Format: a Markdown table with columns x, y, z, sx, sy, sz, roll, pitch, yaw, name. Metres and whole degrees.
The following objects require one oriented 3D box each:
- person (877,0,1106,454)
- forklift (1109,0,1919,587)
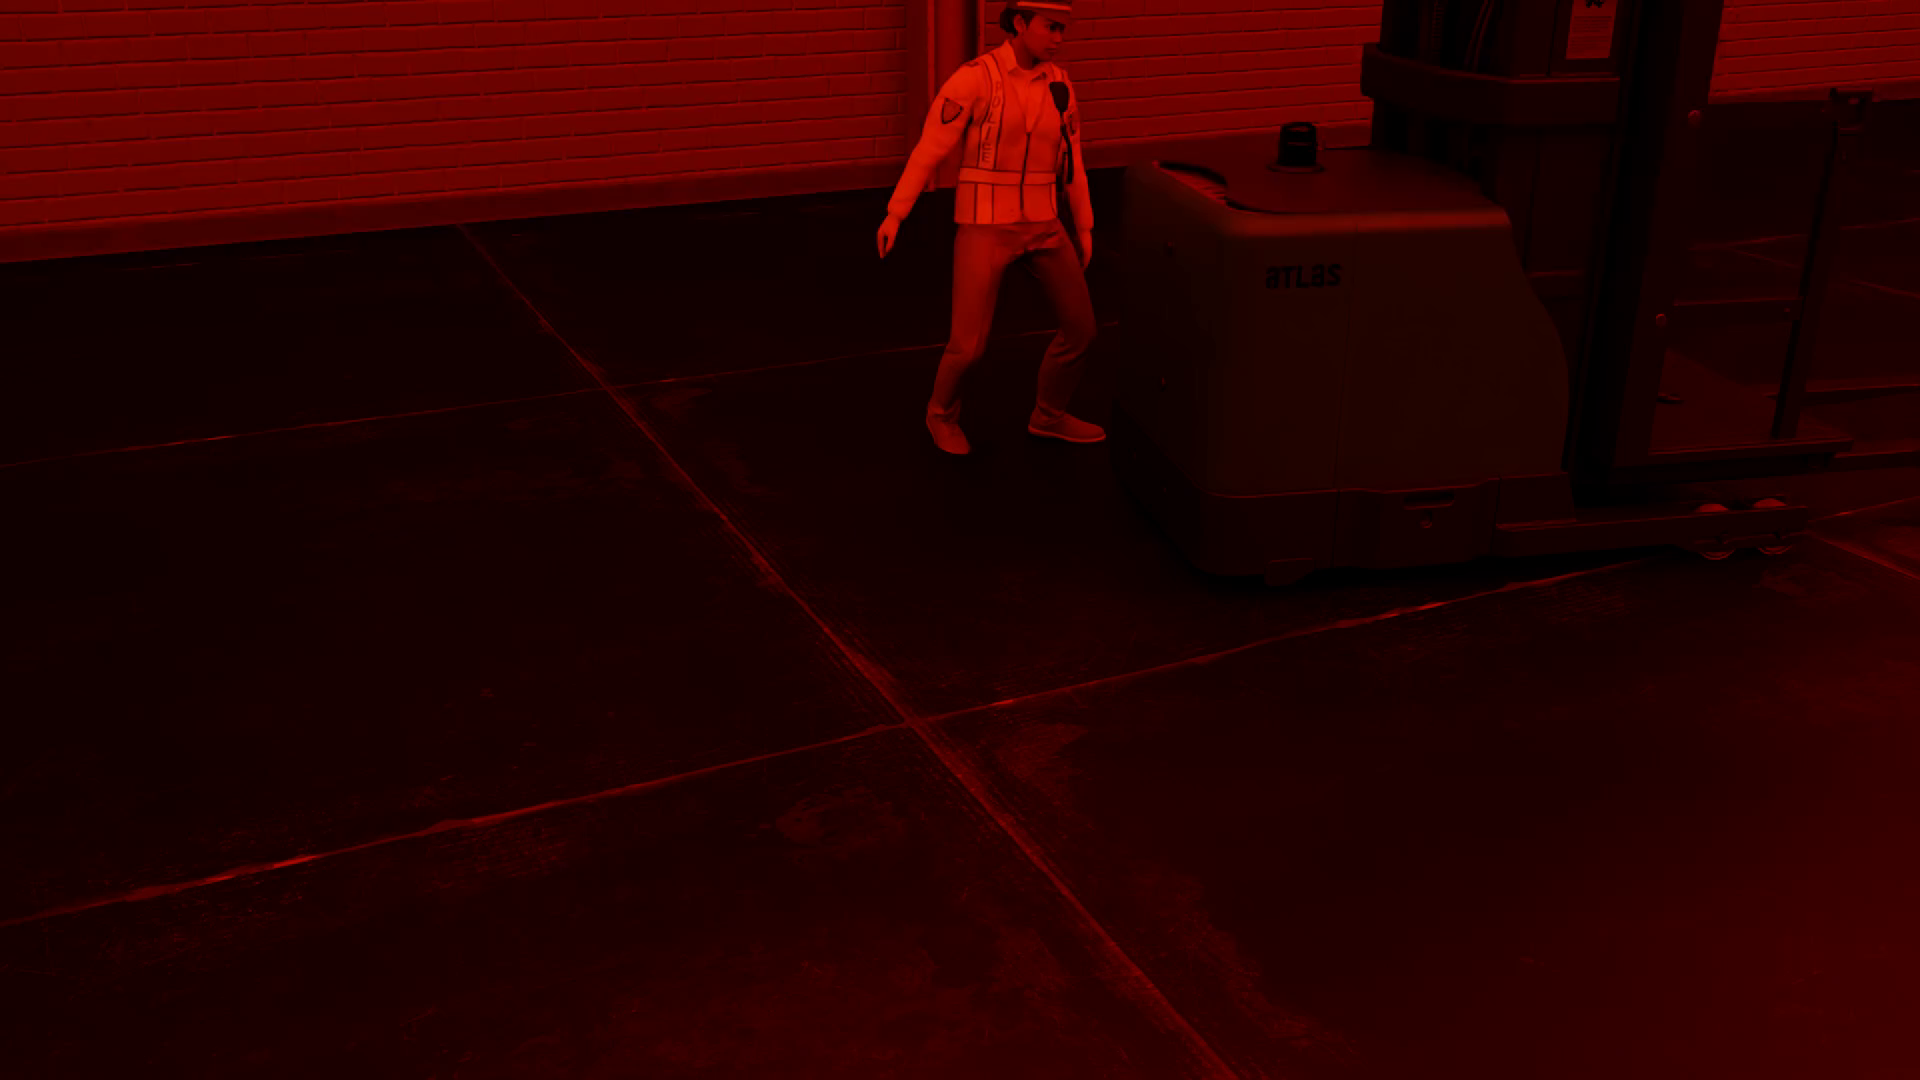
| x | y | z | sx | sy | sz | roll | pitch | yaw | name |
| --- | --- | --- | --- | --- | --- | --- | --- | --- | --- |
| 0.115 | -1.052 | 5.614 | 0.815 | 1.623 | 0.463 | -8 | 24 | -19 | person |
| 2.065 | -1.488 | 4.869 | 3.031 | 2.935 | 1.130 | -4 | 23 | -10 | forklift |
